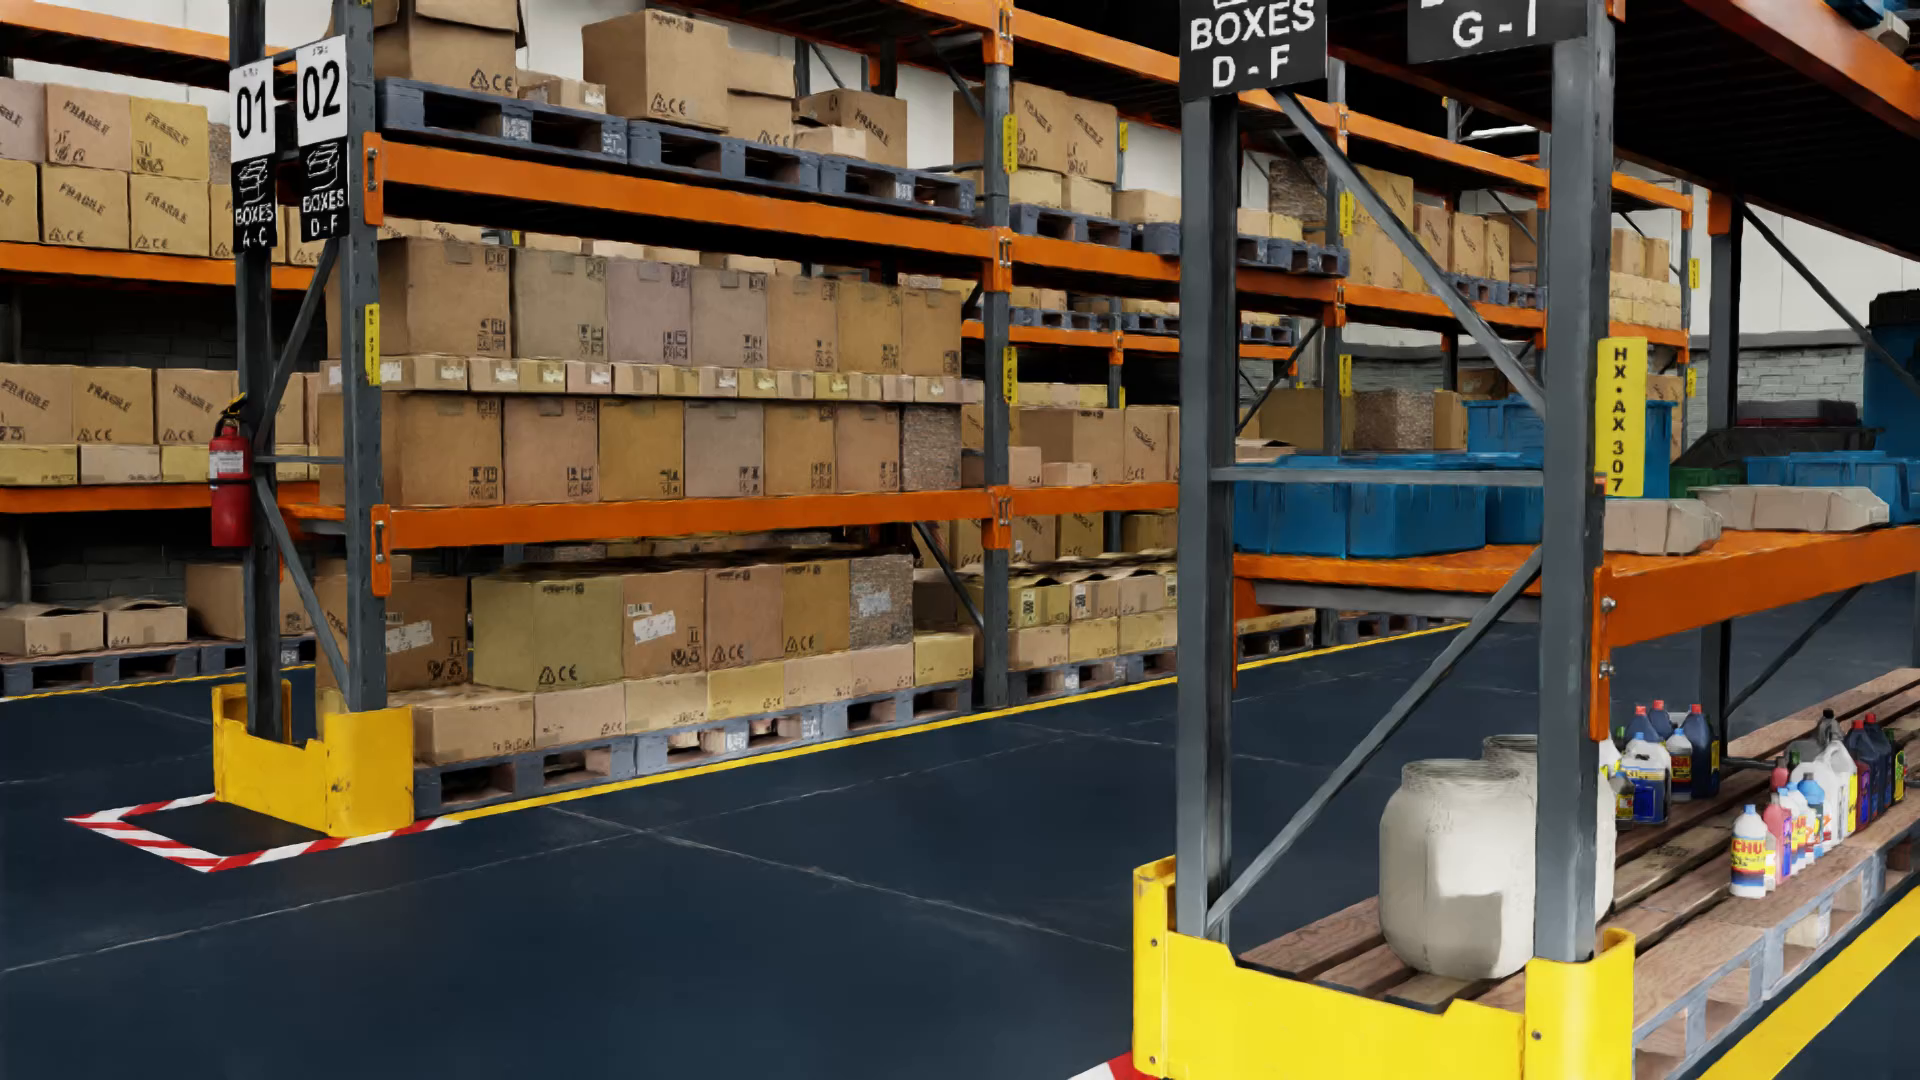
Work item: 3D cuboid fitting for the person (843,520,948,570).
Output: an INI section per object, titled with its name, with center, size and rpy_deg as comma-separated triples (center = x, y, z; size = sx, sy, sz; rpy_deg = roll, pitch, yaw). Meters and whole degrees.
[person]
center = -0.533, -0.029, 12.291
size = 1.131, 1.725, 0.657
rpy_deg = -1, 4, -18
